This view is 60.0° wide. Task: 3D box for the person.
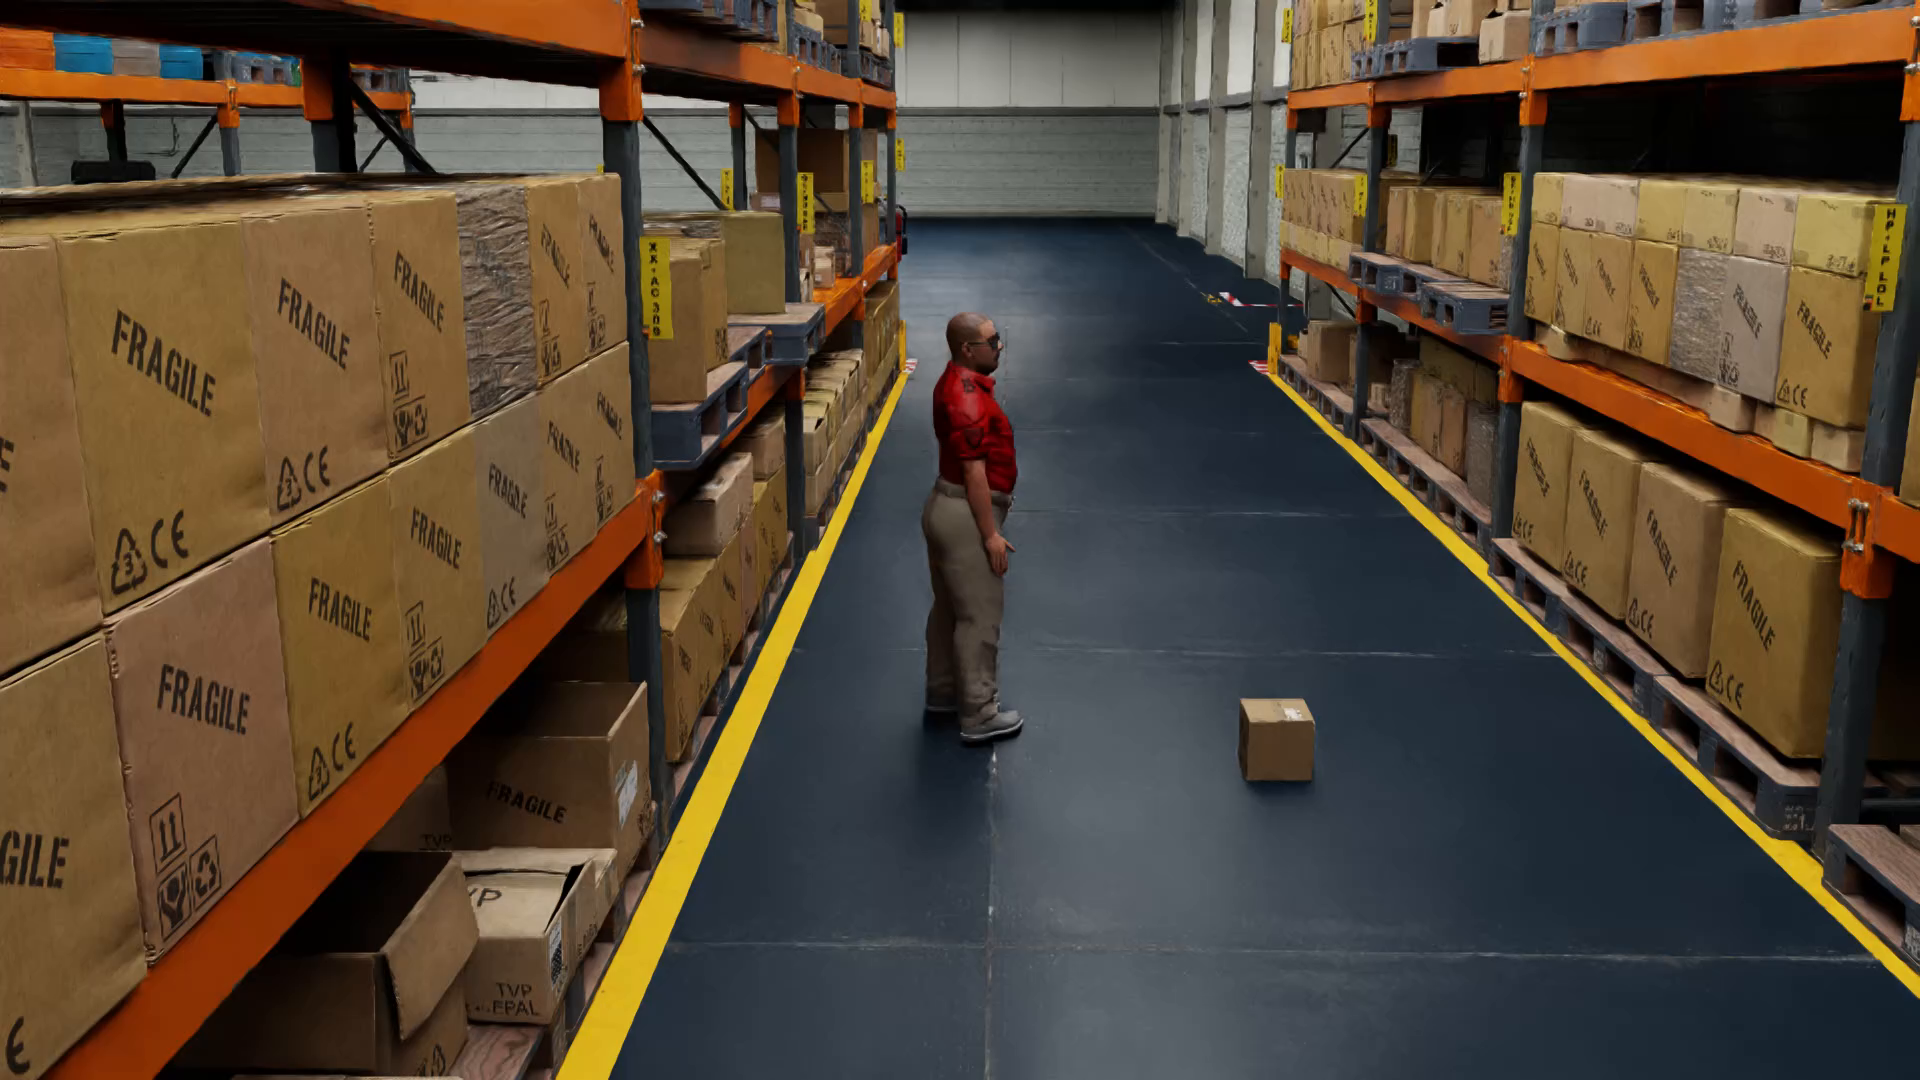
[{"bbox_3d":[0.063,-0.062,6.744,0.382,1.721,0.546,-2,14,-8],"label":"person"}]
